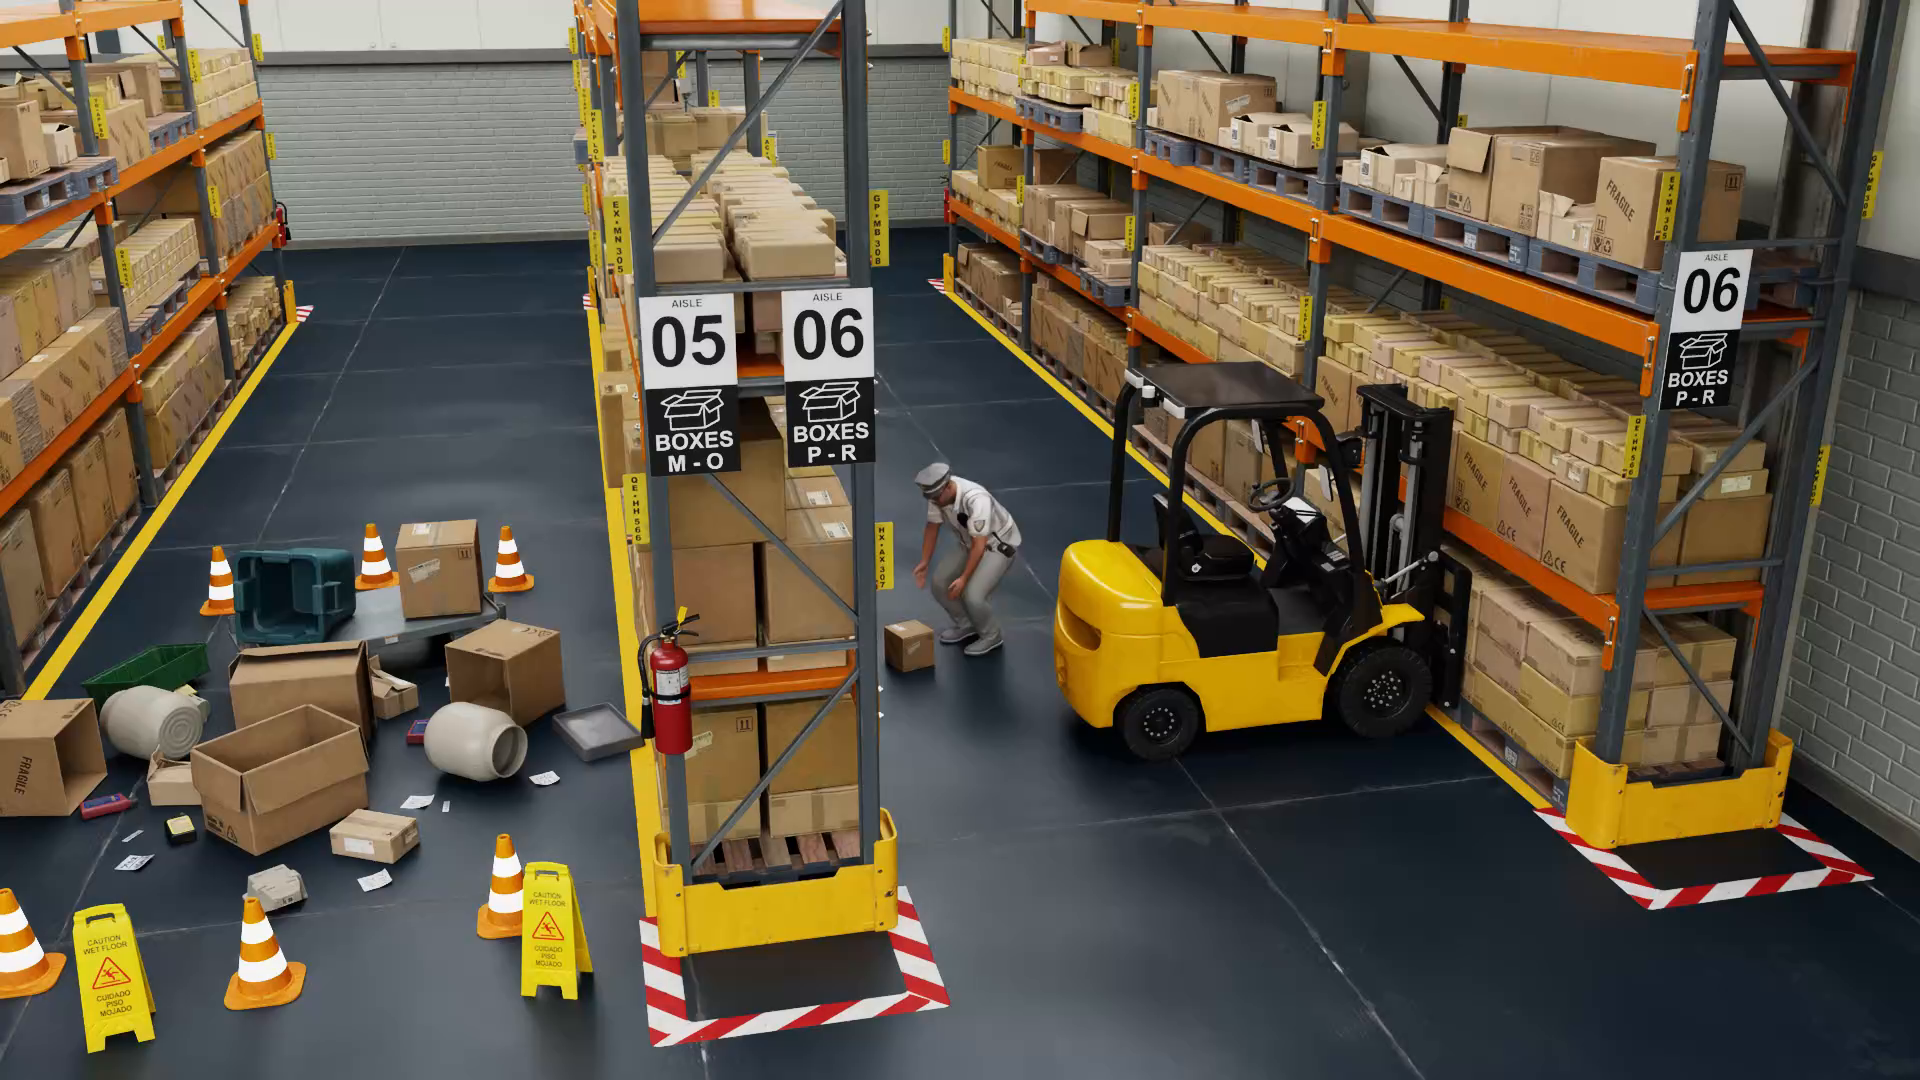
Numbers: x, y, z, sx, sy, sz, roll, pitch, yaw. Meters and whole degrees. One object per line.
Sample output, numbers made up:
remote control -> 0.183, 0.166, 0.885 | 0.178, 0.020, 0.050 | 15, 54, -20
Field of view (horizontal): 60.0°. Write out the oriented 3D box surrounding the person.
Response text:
person -> 0.050, 0.101, 11.341 | 0.826, 1.381, 0.590 | -14, 24, -35
